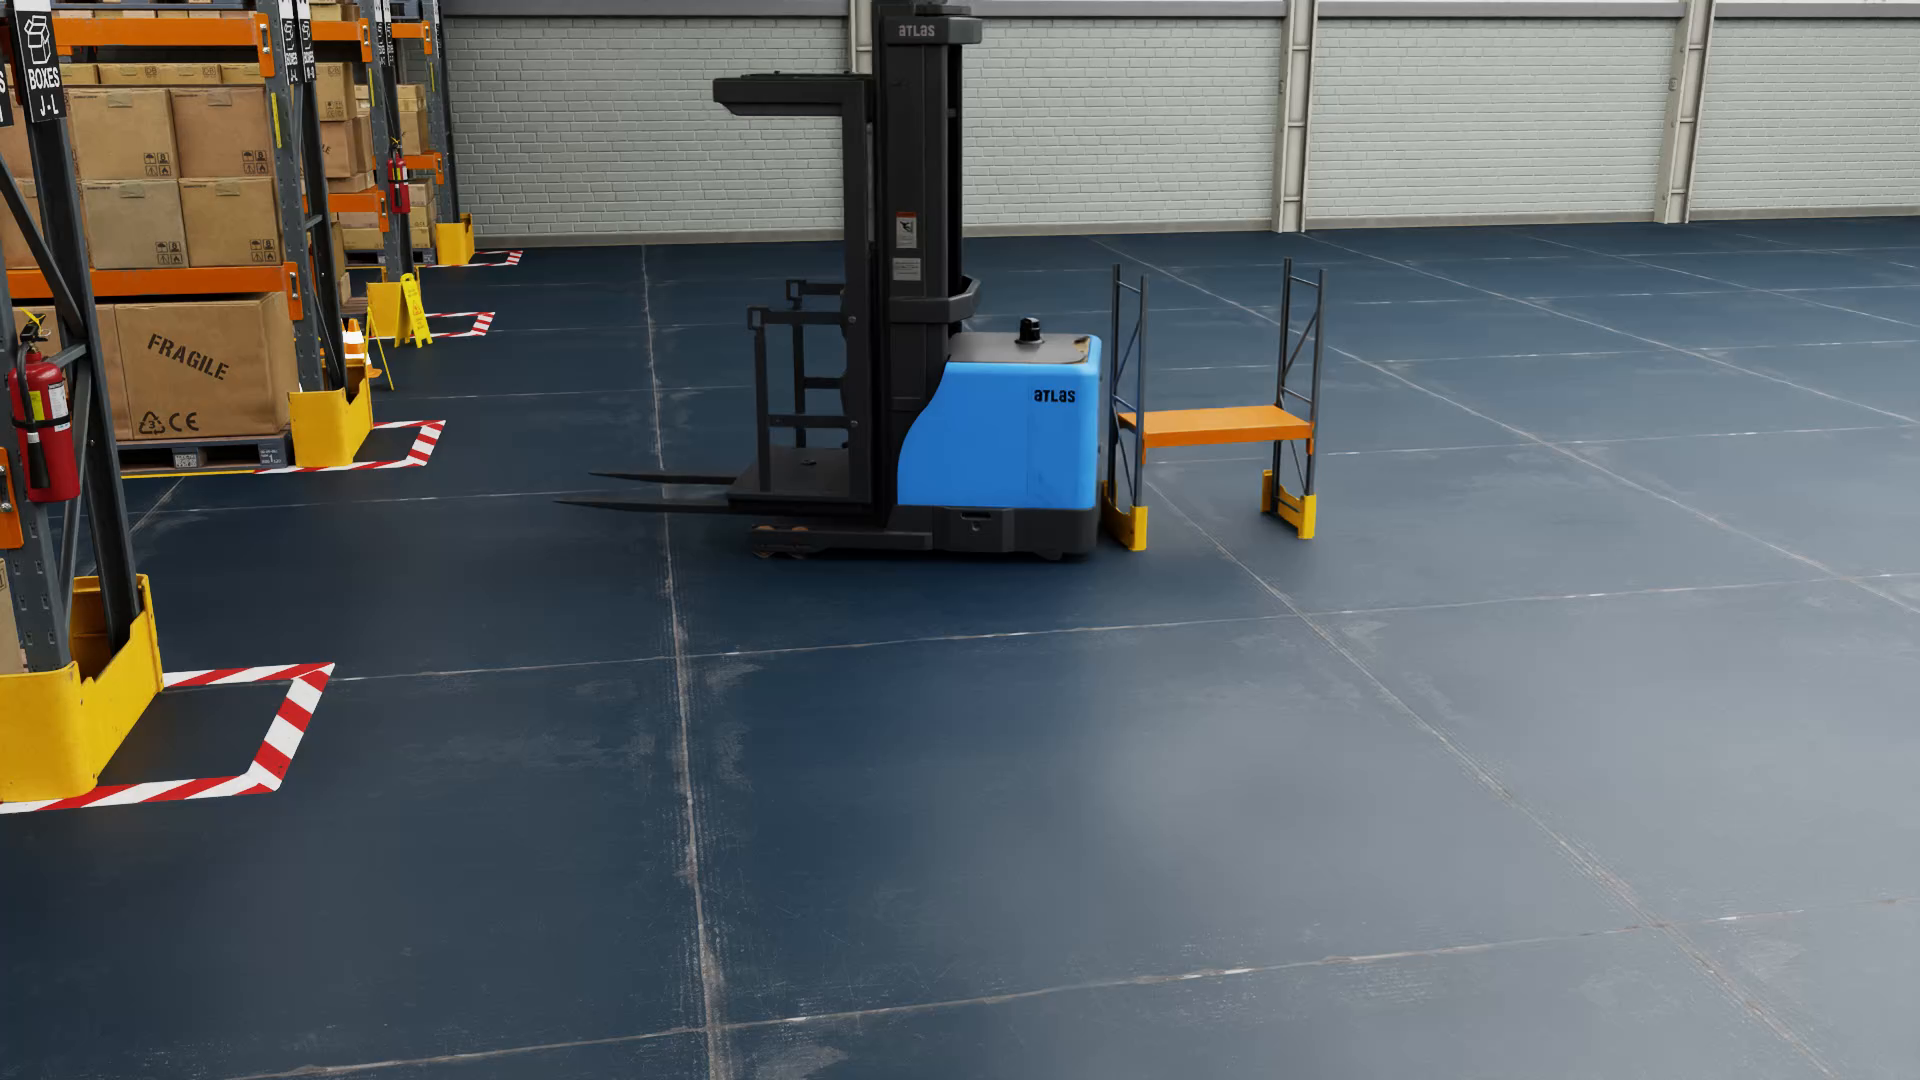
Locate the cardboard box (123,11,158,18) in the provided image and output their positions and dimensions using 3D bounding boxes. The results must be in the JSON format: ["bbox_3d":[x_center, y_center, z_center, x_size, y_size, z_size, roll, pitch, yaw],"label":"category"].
[{"bbox_3d":[-7.134,-4.611,14.536,0.250,0.149,0.380,-3,17,-11],"label":"cardboard box"}]

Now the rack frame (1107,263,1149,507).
[{"bbox_3d":[0.917,-0.739,9.164,0.032,1.500,0.500,-4,18,-13],"label":"rack frame"}]

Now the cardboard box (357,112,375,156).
[{"bbox_3d":[-7.227,-4.846,19.809,0.500,0.500,0.500,-3,17,-9],"label":"cardboard box"}]

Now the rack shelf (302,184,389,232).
[{"bbox_3d":[-7.301,-3.041,15.330,4.000,0.370,1.077,-3,17,-10],"label":"rack shelf"}]

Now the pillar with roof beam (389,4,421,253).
[{"bbox_3d":[-6.321,-6.775,16.043,0.400,9.000,9.100,-3,17,-10],"label":"pillar with roof beam"}]

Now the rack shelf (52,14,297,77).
[{"bbox_3d":[-6.263,-3.054,10.262,4.000,0.370,1.077,-3,17,-10],"label":"rack shelf"}]

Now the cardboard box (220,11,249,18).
[{"bbox_3d":[-6.401,-4.687,14.781,0.250,0.149,0.380,-3,17,-10],"label":"cardboard box"}]

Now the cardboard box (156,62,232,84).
[{"bbox_3d":[-6.777,-3.989,14.810,0.500,0.500,0.700,-3,17,-11],"label":"cardboard box"}]

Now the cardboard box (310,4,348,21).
[{"bbox_3d":[-5.635,-4.710,14.856,0.250,0.149,0.380,-3,17,-10],"label":"cardboard box"}]

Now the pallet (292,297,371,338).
[{"bbox_3d":[-6.216,-2.124,15.868,1.213,0.211,1.003,-3,17,-10],"label":"pallet"}]

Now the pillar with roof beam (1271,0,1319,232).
[{"bbox_3d":[5.461,-7.443,18.219,0.400,9.000,9.100,-3,17,-10],"label":"pillar with roof beam"}]

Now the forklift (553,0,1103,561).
[{"bbox_3d":[-0.730,-1.457,9.062,3.031,2.935,1.130,2,17,6],"label":"forklift"}]

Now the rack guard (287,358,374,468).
[{"bbox_3d":[-4.276,-0.882,11.331,0.348,0.500,1.175,-3,17,-10],"label":"rack guard"}]

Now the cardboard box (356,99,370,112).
[{"bbox_3d":[-7.082,-5.165,19.745,0.250,0.149,0.380,-3,17,-9],"label":"cardboard box"}]

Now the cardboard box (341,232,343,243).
[{"bbox_3d":[-7.667,-3.646,20.042,0.500,0.250,0.500,-3,17,-10],"label":"cardboard box"}]

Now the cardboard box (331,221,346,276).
[{"bbox_3d":[-6.205,-2.775,15.927,0.500,0.500,0.500,-4,17,-12],"label":"cardboard box"}]

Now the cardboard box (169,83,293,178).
[{"bbox_3d":[-4.671,-2.654,10.748,0.550,0.550,0.875,-3,17,-10],"label":"cardboard box"}]

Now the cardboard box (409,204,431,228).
[{"bbox_3d":[-6.701,-3.935,20.132,0.500,0.250,0.500,-3,17,-11],"label":"cardboard box"}]

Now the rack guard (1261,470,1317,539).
[{"bbox_3d":[1.887,-0.210,9.569,0.087,0.250,0.587,-4,18,-13],"label":"rack guard"}]

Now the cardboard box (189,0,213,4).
[{"bbox_3d":[-6.791,-4.837,14.590,0.500,0.250,0.500,-3,17,-9],"label":"cardboard box"}]

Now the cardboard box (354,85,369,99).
[{"bbox_3d":[-7.082,-5.302,19.682,0.250,0.149,0.380,-3,17,-9],"label":"cardboard box"}]

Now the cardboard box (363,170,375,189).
[{"bbox_3d":[-5.710,-3.417,15.756,0.250,0.149,0.380,-3,17,-10],"label":"cardboard box"}]

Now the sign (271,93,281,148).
[{"bbox_3d":[-4.210,-2.585,10.243,0.005,0.325,0.100,-3,17,-10],"label":"sign"}]

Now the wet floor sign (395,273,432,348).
[{"bbox_3d":[-4.948,-2.073,14.963,0.232,0.644,0.267,3,17,9],"label":"wet floor sign"}]

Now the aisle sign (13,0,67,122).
[{"bbox_3d":[-3.453,-1.972,6.197,0.004,0.787,0.394,-3,17,-10],"label":"aisle sign"}]

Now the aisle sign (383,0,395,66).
[{"bbox_3d":[-5.335,-4.832,15.507,0.004,0.787,0.394,-3,17,-10],"label":"aisle sign"}]

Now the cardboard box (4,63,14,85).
[{"bbox_3d":[-8.286,-3.926,14.605,0.500,0.500,0.700,-3,17,-10],"label":"cardboard box"}]

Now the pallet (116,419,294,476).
[{"bbox_3d":[-5.069,-0.675,11.150,1.213,0.211,1.003,-3,17,-10],"label":"pallet"}]

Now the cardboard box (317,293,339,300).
[{"bbox_3d":[-6.104,-2.259,15.525,0.500,0.250,0.500,-3,17,-11],"label":"cardboard box"}]

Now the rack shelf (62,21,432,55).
[{"bbox_3d":[-8.246,-5.906,19.547,4.000,0.370,1.077,-3,17,-10],"label":"rack shelf"}]

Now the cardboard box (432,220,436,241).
[{"bbox_3d":[-6.802,-3.843,20.681,0.500,0.250,0.500,-3,17,-10],"label":"cardboard box"}]

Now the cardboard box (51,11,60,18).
[{"bbox_3d":[-7.904,-4.592,14.474,0.250,0.149,0.380,-4,17,-12],"label":"cardboard box"}]

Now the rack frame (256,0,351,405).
[{"bbox_3d":[-4.299,-2.075,10.959,0.127,3.000,1.000,-3,17,-10],"label":"rack frame"}]

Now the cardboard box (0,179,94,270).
[{"bbox_3d":[-5.764,-2.081,10.723,0.550,0.550,0.875,-3,17,-10],"label":"cardboard box"}]

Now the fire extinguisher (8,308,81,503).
[{"bbox_3d":[-3.258,-0.476,5.885,0.183,0.674,0.296,-3,17,-10],"label":"fire extinguisher"}]

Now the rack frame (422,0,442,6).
[{"bbox_3d":[-6.283,-7.795,19.364,0.127,3.000,1.000,-3,17,-10],"label":"rack frame"}]

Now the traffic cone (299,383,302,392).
[{"bbox_3d":[-5.090,-1.242,12.568,0.334,0.463,0.336,-3,17,-10],"label":"traffic cone"}]

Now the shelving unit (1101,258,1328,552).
[{"bbox_3d":[1.403,-0.773,9.275,1.083,1.500,0.587,-4,18,-13],"label":"shelving unit"}]

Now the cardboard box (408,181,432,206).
[{"bbox_3d":[-6.676,-4.176,20.064,0.500,0.250,0.500,-3,17,-9],"label":"cardboard box"}]
